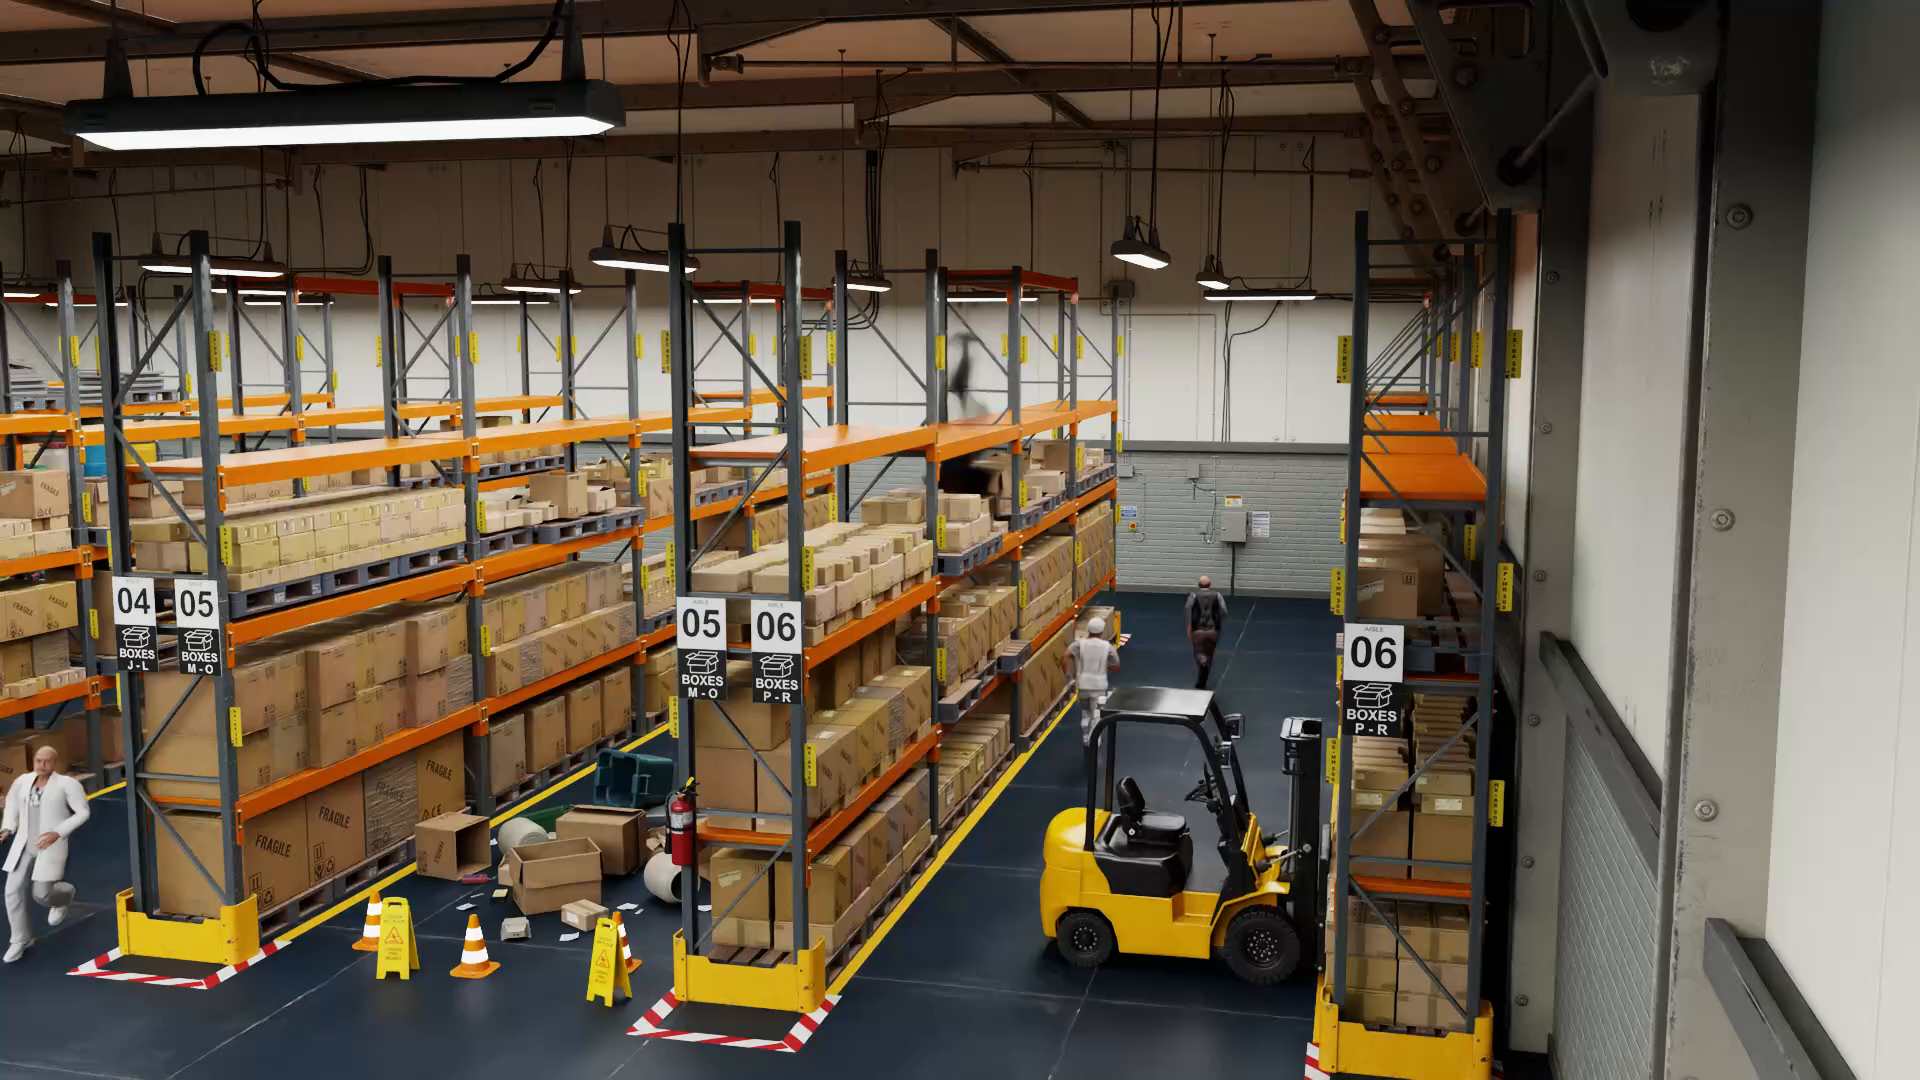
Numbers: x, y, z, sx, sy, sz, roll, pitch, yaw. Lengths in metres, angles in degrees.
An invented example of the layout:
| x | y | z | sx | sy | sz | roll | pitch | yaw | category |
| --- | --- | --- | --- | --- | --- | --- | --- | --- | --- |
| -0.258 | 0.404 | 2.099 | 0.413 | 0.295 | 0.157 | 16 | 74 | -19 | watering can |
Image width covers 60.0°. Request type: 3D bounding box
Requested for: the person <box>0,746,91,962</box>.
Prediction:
| x | y | z | sx | sy | sz | roll | pitch | yaw | category |
| --- | --- | --- | --- | --- | --- | --- | --- | --- | --- |
| -7.758 | 2.608 | 14.140 | 0.756 | 1.763 | 0.867 | 0 | 7 | 0 | person |

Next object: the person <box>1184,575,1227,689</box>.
| x | y | z | sx | sy | sz | roll | pitch | yaw | category |
| --- | --- | --- | --- | --- | --- | --- | --- | --- | --- |
| 3.602 | 1.383 | 24.395 | 0.647 | 1.669 | 0.763 | 0 | 7 | 3 | person |

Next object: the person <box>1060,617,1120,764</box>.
| x | y | z | sx | sy | sz | roll | pitch | yaw | category |
| --- | --- | --- | --- | --- | --- | --- | --- | --- | --- |
| 1.588 | 1.820 | 20.177 | 0.671 | 1.783 | 0.884 | 2 | 7 | 17 | person |
